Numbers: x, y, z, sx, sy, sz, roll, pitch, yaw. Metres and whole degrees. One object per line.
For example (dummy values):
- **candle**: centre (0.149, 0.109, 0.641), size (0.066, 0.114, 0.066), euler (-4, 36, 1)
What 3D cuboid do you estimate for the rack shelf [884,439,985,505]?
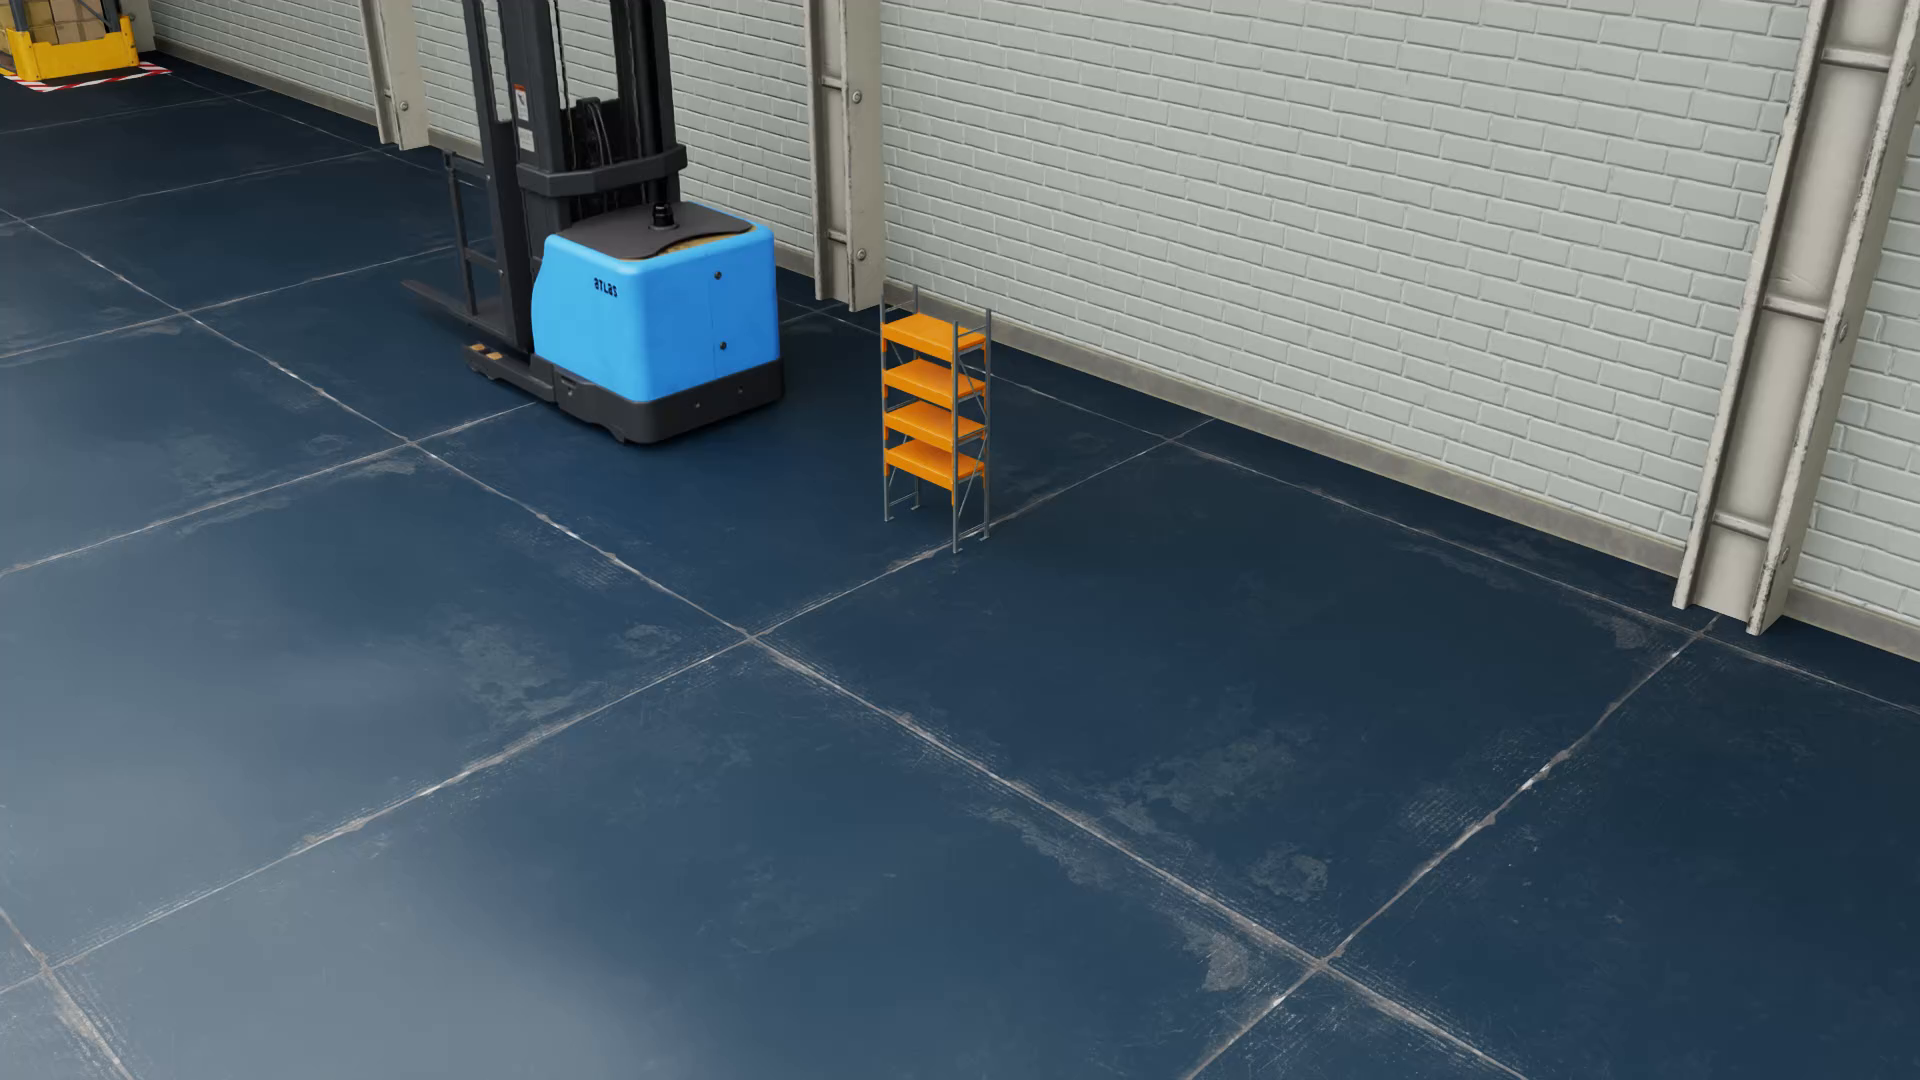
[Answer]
- **rack shelf**: centre (-0.118, -0.350, 8.197), size (0.480, 0.148, 0.258), euler (25, 36, 38)

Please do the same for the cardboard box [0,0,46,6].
- **cardboard box**: centre (-9.984, -5.818, 17.520), size (0.500, 0.250, 0.500), euler (-24, 36, -38)

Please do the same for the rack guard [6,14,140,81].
- **rack guard**: centre (-9.420, -5.246, 17.689), size (0.348, 0.500, 1.175), euler (25, 36, 38)

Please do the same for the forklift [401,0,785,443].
- **forklift**: centre (-2.412, -2.416, 9.696), size (1.130, 2.935, 3.031), euler (-24, 36, -38)

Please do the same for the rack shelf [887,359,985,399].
- **rack shelf**: centre (-0.118, -0.771, 7.976), size (0.457, 0.021, 0.221), euler (25, 36, 38)

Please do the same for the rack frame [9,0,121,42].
- **rack frame**: centre (-15.431, -8.735, 18.622), size (12.086, 5.808, 5.935), euler (25, 36, 38)

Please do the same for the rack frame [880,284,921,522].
- **rack frame**: centre (-0.292, -0.665, 8.225), size (0.015, 1.200, 0.240), euler (25, 36, 38)

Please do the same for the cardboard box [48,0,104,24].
- **cardboard box**: centre (-9.627, -5.772, 17.971), size (0.500, 0.250, 0.500), euler (-25, 36, -38)

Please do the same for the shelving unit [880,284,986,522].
- **shelving unit**: centre (-0.122, -0.587, 8.077), size (0.492, 1.200, 0.258), euler (25, 36, 38)

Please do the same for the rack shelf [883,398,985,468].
- **rack shelf**: centre (-0.118, -0.526, 8.105), size (0.480, 0.148, 0.258), euler (25, 36, 38)

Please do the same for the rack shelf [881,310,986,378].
- **rack shelf**: centre (-0.118, -0.933, 7.891), size (0.480, 0.148, 0.258), euler (25, 36, 38)

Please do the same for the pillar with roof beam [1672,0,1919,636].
- **pillar with roof beam**: centre (0.515, -2.239, 2.840), size (0.400, 9.000, 9.100), euler (25, 36, 38)

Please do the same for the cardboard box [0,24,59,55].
- **cardboard box**: centre (-9.994, -5.377, 17.756), size (0.500, 0.250, 0.500), euler (25, 37, 39)
